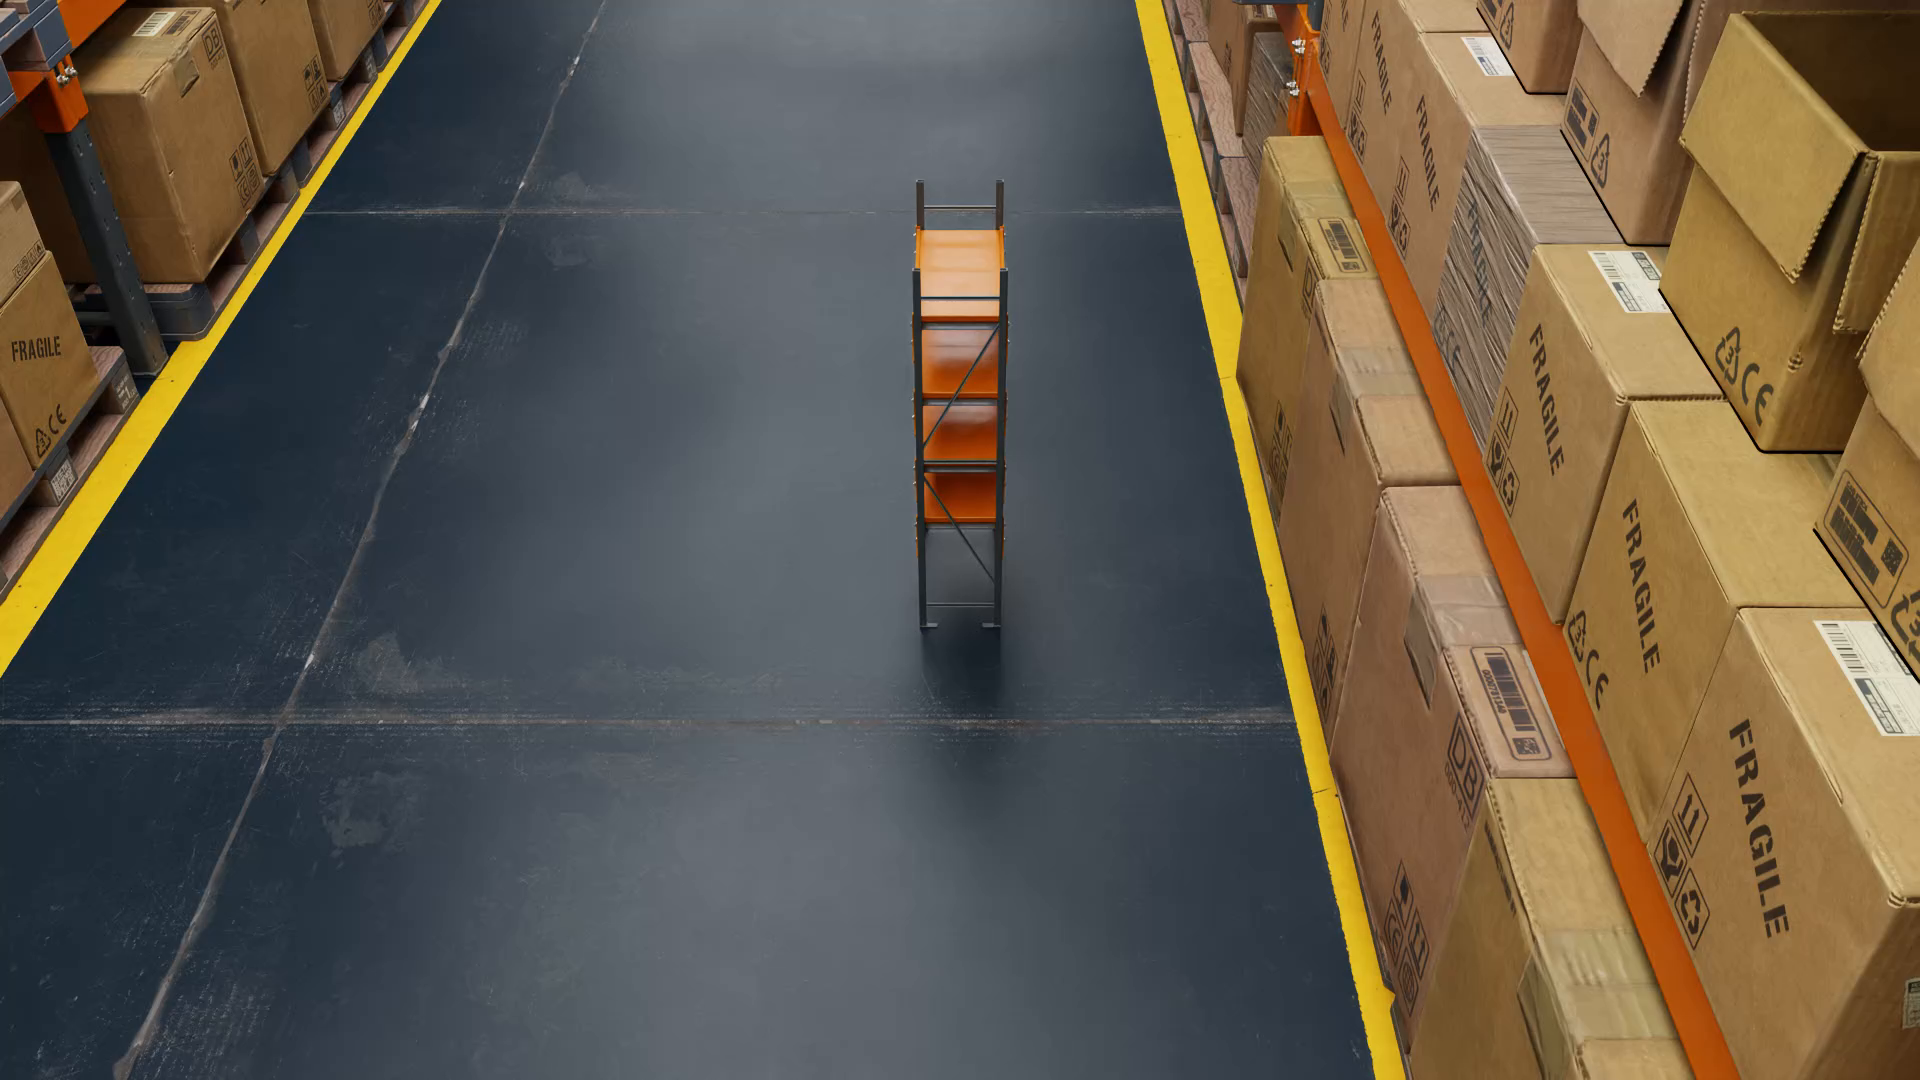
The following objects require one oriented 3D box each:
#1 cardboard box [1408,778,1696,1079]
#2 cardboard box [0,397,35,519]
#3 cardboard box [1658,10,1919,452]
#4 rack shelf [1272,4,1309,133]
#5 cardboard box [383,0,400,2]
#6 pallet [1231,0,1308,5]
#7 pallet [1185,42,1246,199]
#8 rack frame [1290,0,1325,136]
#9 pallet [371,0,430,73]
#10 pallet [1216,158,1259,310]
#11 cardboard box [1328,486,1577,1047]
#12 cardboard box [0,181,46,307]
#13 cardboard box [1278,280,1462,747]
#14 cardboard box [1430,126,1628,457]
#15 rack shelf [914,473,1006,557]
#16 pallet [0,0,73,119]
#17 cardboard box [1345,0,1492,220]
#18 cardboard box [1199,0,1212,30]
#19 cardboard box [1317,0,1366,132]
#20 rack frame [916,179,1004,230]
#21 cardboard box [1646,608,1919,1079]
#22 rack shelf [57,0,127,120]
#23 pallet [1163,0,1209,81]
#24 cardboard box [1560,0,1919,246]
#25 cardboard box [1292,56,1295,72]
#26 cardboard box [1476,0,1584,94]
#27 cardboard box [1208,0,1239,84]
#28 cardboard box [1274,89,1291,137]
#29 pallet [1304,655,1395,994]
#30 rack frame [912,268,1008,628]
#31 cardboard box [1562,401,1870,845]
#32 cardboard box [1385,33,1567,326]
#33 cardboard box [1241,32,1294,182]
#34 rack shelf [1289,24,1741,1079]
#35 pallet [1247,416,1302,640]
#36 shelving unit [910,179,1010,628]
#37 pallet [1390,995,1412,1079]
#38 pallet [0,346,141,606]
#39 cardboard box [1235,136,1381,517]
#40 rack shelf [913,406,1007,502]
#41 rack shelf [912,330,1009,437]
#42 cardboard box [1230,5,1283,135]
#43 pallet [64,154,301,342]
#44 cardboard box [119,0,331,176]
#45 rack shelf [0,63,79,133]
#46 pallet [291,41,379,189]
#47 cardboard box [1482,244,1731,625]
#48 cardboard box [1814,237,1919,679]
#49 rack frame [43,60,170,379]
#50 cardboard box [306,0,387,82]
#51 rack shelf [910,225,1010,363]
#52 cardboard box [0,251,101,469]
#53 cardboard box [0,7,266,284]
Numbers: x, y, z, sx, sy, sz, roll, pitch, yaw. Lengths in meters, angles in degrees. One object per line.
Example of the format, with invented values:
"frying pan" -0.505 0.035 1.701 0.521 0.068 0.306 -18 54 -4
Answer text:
"cardboard box" 1.560 1.036 2.922 1.225 0.875 0.875 0 39 0
"cardboard box" -3.125 -0.242 4.817 0.500 0.500 0.500 1 39 2
"cardboard box" 1.582 -0.488 2.578 0.797 0.503 0.637 0 39 0
"rack shelf" 1.573 -2.700 6.796 1.077 0.370 4.000 0 39 0
"cardboard box" -3.298 -3.189 8.294 1.050 0.750 0.750 0 39 0
"pallet" 1.468 -2.101 5.626 1.213 0.211 1.003 0 39 0
"pallet" 1.578 -1.892 7.442 1.003 0.211 1.213 0 39 0
"rack frame" 1.576 -1.730 5.010 1.000 3.000 0.127 0 39 0
"pallet" -3.313 -2.721 8.476 1.003 0.211 1.213 0 39 0
"pallet" 1.576 -1.131 6.492 1.003 0.211 1.213 0 39 0
"cardboard box" 1.558 0.477 3.619 1.225 0.875 0.875 -1 39 -2
"cardboard box" -3.121 -0.843 4.967 0.500 0.250 0.500 -1 39 -1
"cardboard box" 1.549 -0.076 4.309 1.225 0.875 0.875 0 39 0
"cardboard box" 1.310 -0.510 3.407 0.500 0.500 0.500 0 39 0
"rack shelf" 0.000 -0.157 4.912 0.258 0.148 0.480 0 39 0
"pallet" -3.277 -1.269 4.589 1.213 0.211 1.003 0 39 0
"cardboard box" 1.307 -1.143 4.197 0.500 0.500 0.500 -1 39 -1
"cardboard box" 1.532 -2.746 7.924 0.700 0.500 0.500 0 39 0
"cardboard box" 1.304 -1.465 4.600 0.500 0.500 0.500 1 39 1
"rack frame" 0.000 -0.517 4.936 0.240 1.200 0.015 0 39 0
"cardboard box" 1.307 0.440 2.222 0.500 0.500 0.500 0 39 0
"rack shelf" -3.387 -2.760 6.870 1.077 0.370 4.000 0 39 0
"pallet" 1.574 -2.657 8.396 1.003 0.211 1.213 0 39 0
"cardboard box" 1.566 -0.877 3.063 0.797 0.503 0.637 1 39 1
"cardboard box" 1.534 -1.970 6.357 0.500 0.250 0.500 4 39 5
"cardboard box" 1.558 -1.296 3.586 0.797 0.503 0.637 1 39 1
"cardboard box" 1.533 -2.396 7.488 0.700 0.500 0.500 -3 39 -4
"cardboard box" 1.555 -1.345 6.177 0.700 0.500 0.500 -2 39 -2
"pallet" 1.500 0.612 4.317 1.003 0.211 1.213 0 39 0
"rack frame" 0.000 -0.212 4.555 0.240 1.200 0.015 0 39 0
"cardboard box" 1.313 0.130 2.609 0.500 0.500 0.500 1 39 1
"cardboard box" 1.311 -0.822 3.797 0.500 0.500 0.500 -1 39 -1
"cardboard box" 1.542 -1.692 6.610 0.700 0.500 0.500 -3 39 -4
"rack shelf" 1.578 -0.199 3.675 1.077 0.370 4.000 0 39 0
"pallet" 1.501 -0.149 5.267 1.003 0.211 1.213 0 39 0
"shelving unit" 0.000 -0.365 4.746 0.258 1.200 0.503 0 39 0
"pallet" 1.504 1.377 3.363 1.003 0.211 1.213 0 39 0
"pallet" -3.385 -0.213 5.347 1.003 0.211 1.213 0 39 0
"cardboard box" 1.556 -0.633 5.005 1.225 0.875 0.875 -2 39 -2
"rack shelf" 0.000 -0.312 4.788 0.258 0.148 0.480 0 39 0
"rack shelf" 0.000 -0.487 4.648 0.258 0.148 0.480 0 39 0
"cardboard box" 1.534 -2.047 7.053 0.700 0.500 0.500 3 39 4
"pallet" -3.310 -1.195 6.572 1.003 0.211 1.213 0 39 0
"cardboard box" -3.299 -2.003 6.814 1.050 0.750 0.750 1 39 1
"rack shelf" -3.382 -0.258 3.749 1.077 0.370 4.000 0 39 0
"pallet" -3.308 -1.956 7.522 1.003 0.211 1.213 0 39 0
"cardboard box" 1.306 -0.196 3.016 0.500 0.500 0.500 0 39 -1
"cardboard box" 1.571 -0.059 2.042 0.797 0.503 0.637 -1 39 -1
"rack frame" -3.384 -1.790 5.085 1.000 3.000 0.127 0 39 0
"cardboard box" -3.301 -2.586 7.541 1.050 0.750 0.750 0 39 0
"rack shelf" 0.000 -0.671 4.500 0.258 0.148 0.480 0 39 0
"cardboard box" -3.122 -0.567 5.222 0.500 0.500 0.500 0 39 0
"cardboard box" -3.295 -1.457 6.132 1.050 0.750 0.750 -1 39 -1
